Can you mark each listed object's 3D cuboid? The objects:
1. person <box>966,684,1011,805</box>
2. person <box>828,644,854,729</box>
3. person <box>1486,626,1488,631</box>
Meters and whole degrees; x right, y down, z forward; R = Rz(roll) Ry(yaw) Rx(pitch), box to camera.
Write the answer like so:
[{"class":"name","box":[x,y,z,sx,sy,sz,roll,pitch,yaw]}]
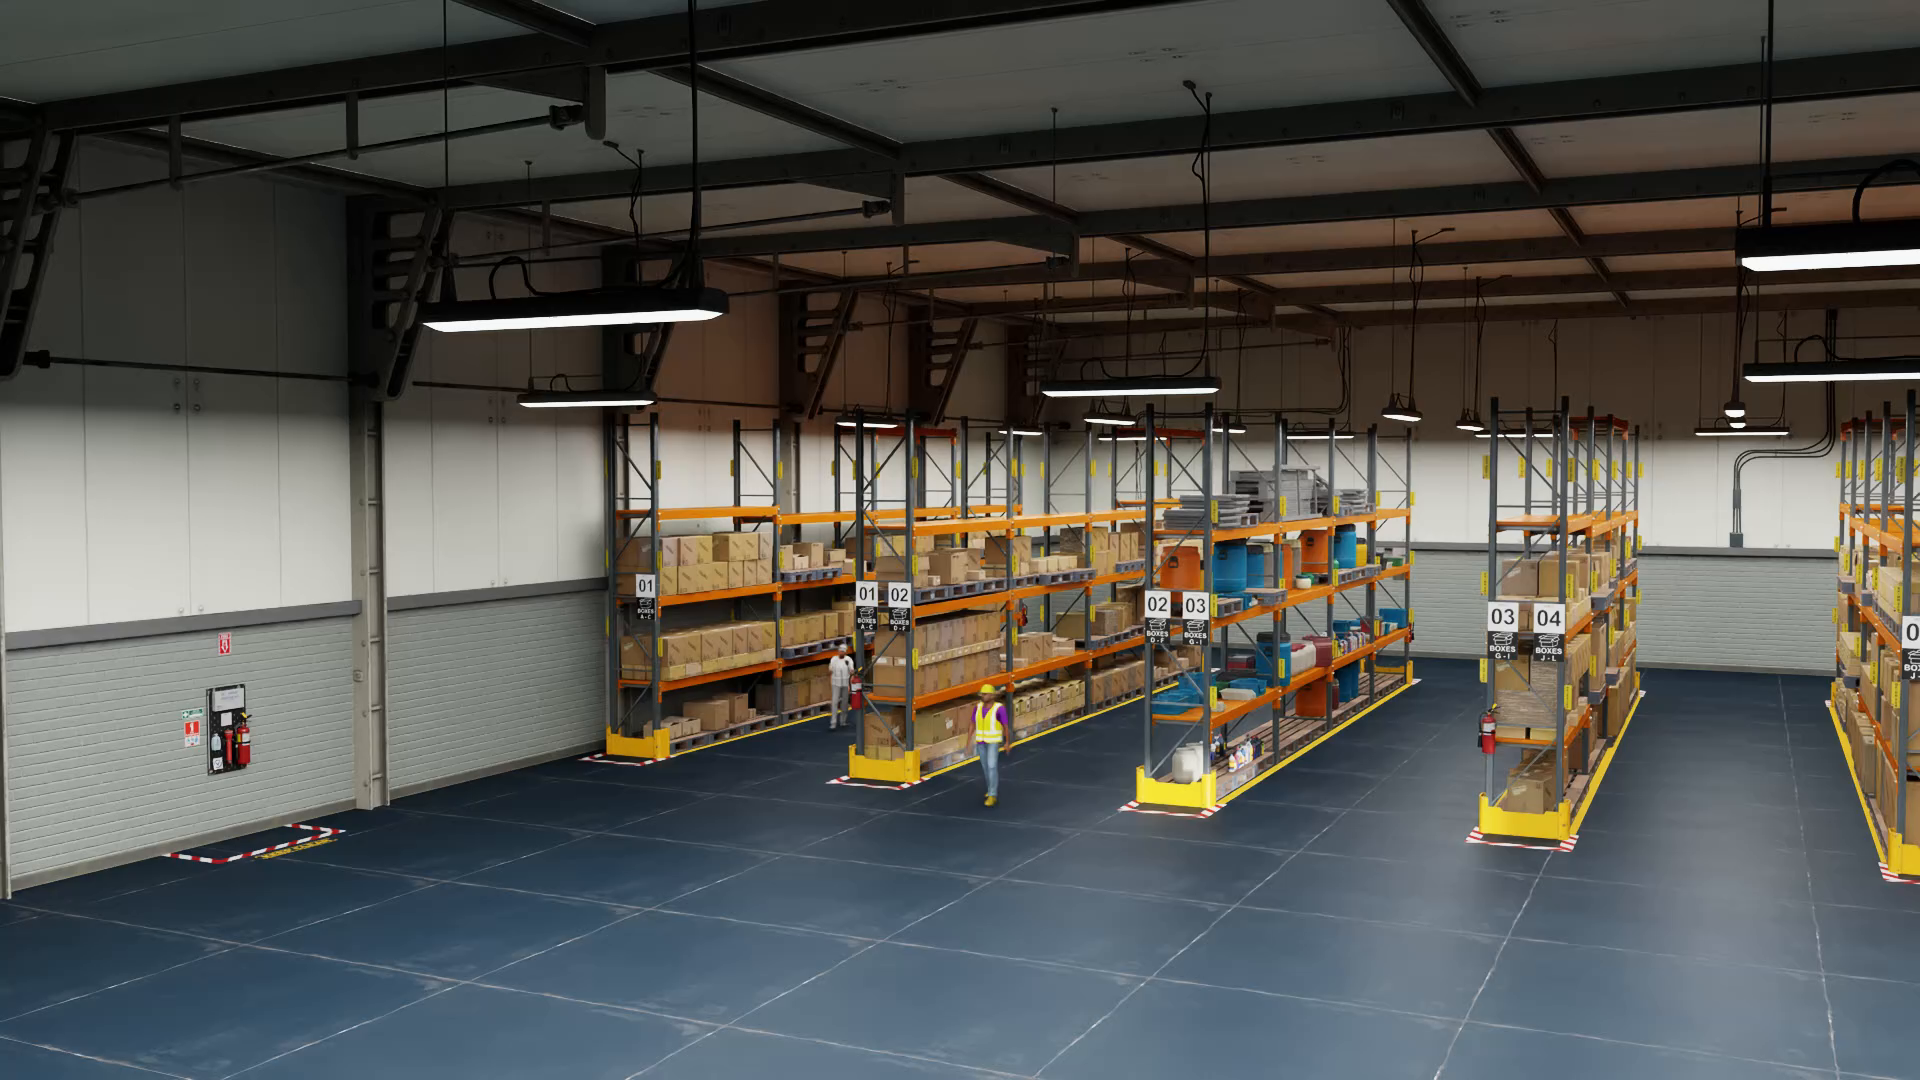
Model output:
[{"class":"person","box":[0.401,3.055,25.068,0.629,1.737,0.808,2,3,35]},{"class":"person","box":[-2.306,2.824,32.156,0.531,1.623,0.910,0,2,-12]},{"class":"person","box":[13.270,2.448,40.752,0.709,1.683,0.704,2,3,33]}]
